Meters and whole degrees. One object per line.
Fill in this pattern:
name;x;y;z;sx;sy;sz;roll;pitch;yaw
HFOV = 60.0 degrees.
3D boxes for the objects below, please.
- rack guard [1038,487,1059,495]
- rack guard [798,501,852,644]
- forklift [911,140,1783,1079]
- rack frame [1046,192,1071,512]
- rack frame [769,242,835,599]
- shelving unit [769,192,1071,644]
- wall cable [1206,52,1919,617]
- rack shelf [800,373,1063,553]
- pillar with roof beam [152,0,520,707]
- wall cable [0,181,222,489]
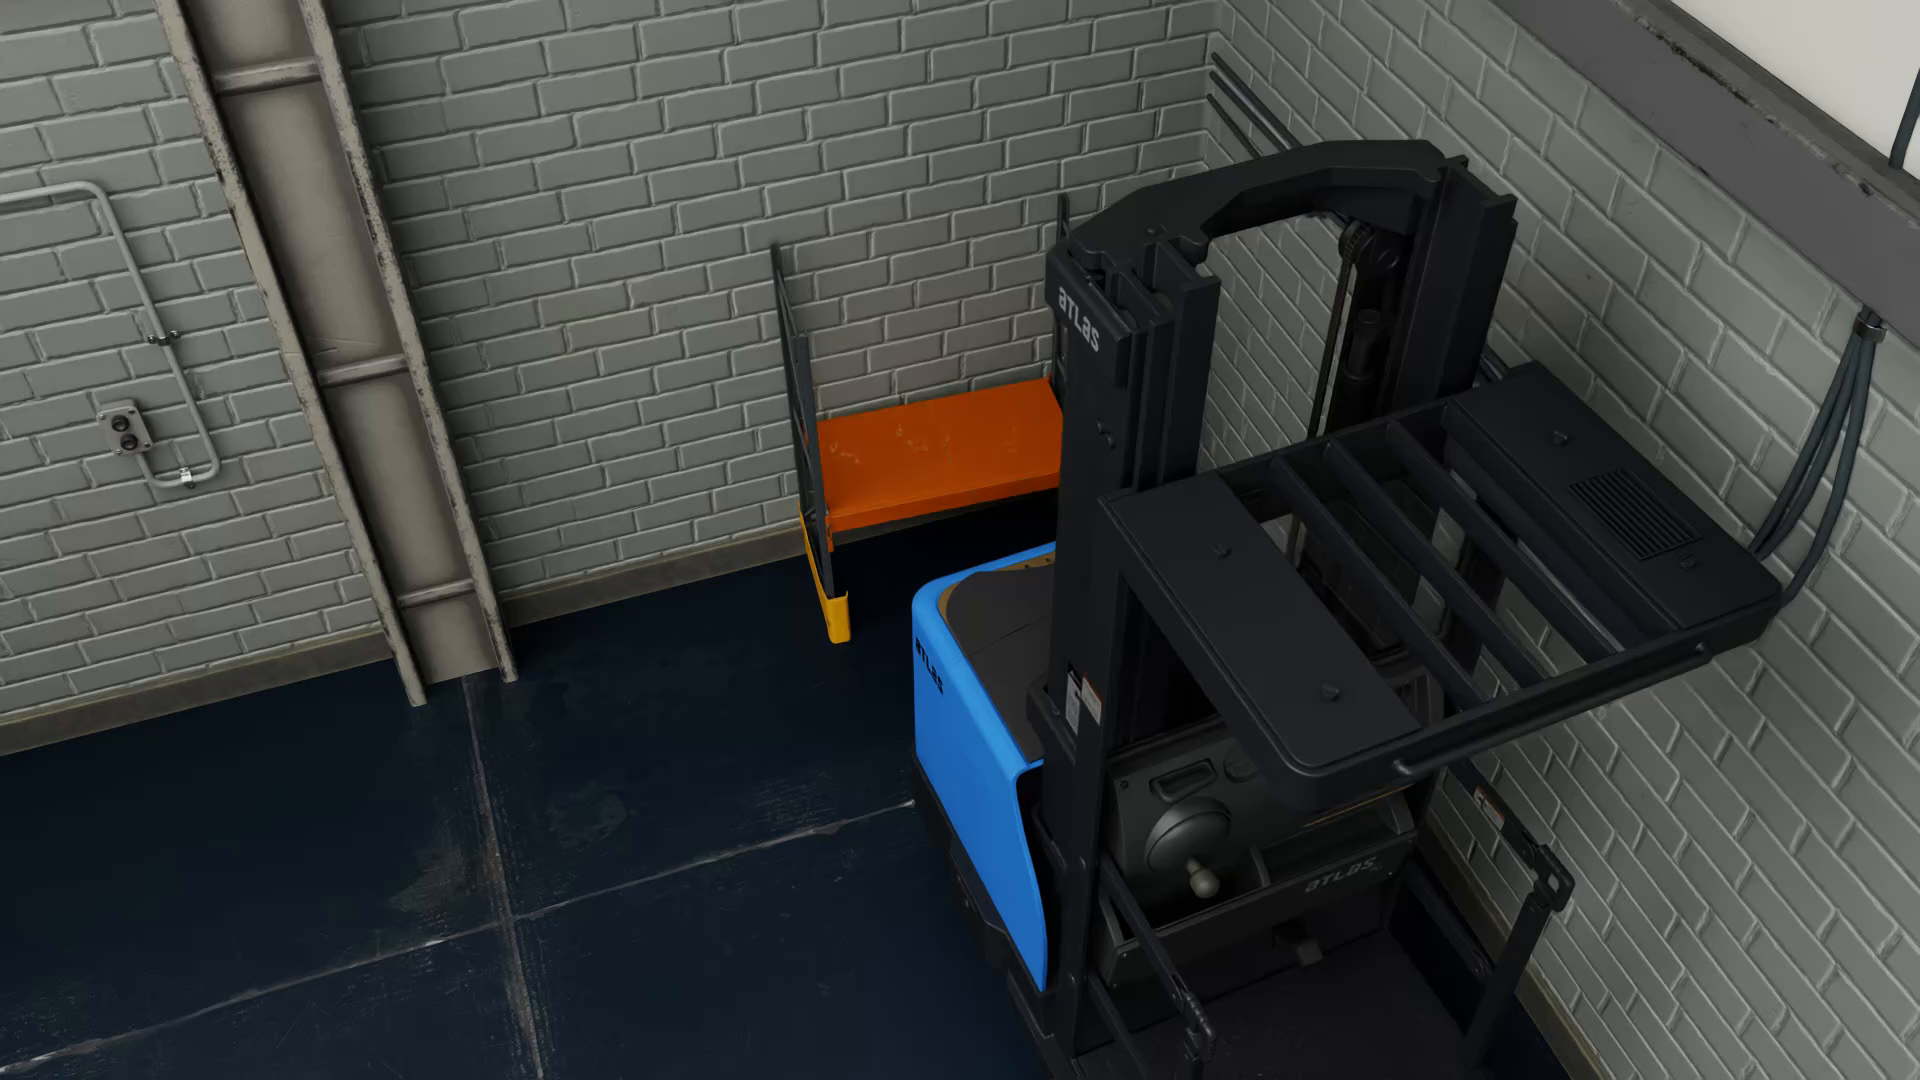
rack guard;0.434;-0.101;6.625;0.087;0.250;0.587;-12;49;-10
rack guard;-0.528;0.098;6.459;0.087;0.250;0.587;-12;49;-10
forklift;0.891;0.683;4.000;1.130;2.935;3.031;-17;48;-17
rack frame;0.428;-0.521;6.162;0.032;1.500;0.500;-12;49;-10
rack frame;-0.554;-0.318;5.993;0.032;1.500;0.500;-12;49;-10
shelving unit;-0.054;-0.421;6.079;1.083;1.500;0.587;-12;49;-10
wall cable;1.307;-1.510;4.094;0.112;2.526;3.097;-14;47;-14
rack shelf;-0.061;-0.299;6.211;1.000;0.185;0.538;-12;49;-10
pillar with roof beam;-0.427;0.158;0.239;0.400;9.000;9.100;-14;47;-14
wall cable;-3.251;-0.663;4.576;1.851;1.984;0.084;-14;47;-14
